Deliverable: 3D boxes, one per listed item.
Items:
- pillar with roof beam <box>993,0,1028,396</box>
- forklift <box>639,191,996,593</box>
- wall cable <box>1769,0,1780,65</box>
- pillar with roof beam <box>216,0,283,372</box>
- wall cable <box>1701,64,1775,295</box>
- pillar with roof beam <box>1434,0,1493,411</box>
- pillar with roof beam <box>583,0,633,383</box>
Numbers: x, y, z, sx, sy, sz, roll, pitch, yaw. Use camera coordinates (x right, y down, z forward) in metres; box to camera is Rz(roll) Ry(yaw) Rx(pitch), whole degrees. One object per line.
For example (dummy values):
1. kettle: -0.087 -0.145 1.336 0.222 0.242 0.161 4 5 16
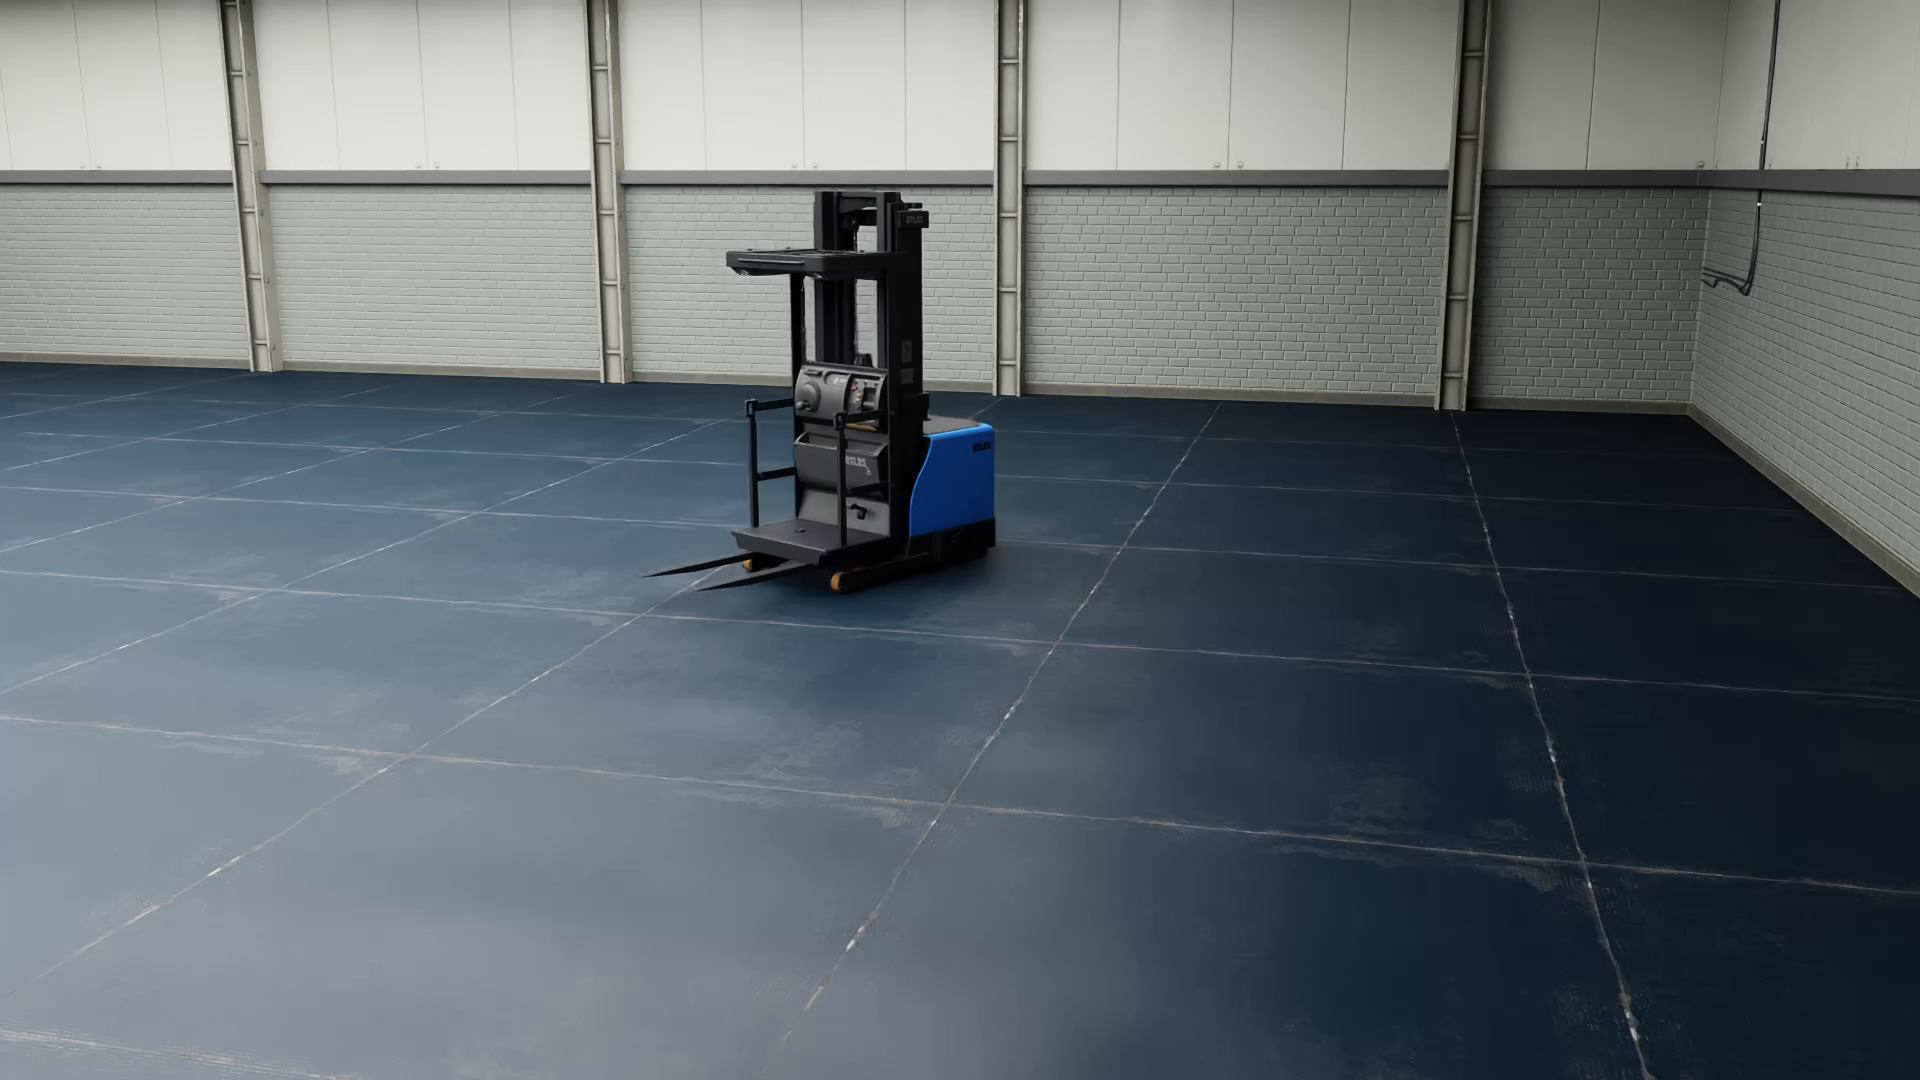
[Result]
1. pillar with roof beam: -0.343 -5.547 18.458 0.400 9.000 9.100 3 13 14
2. forklift: -1.066 -1.154 12.669 1.130 2.935 3.031 11 17 41
3. wall cable: 8.409 -6.090 16.418 0.112 2.526 3.097 3 13 14
4. pillar with roof beam: -11.994 -6.169 21.265 0.400 9.000 9.100 3 13 14
5. wall cable: 9.057 -4.194 19.529 0.112 2.526 3.097 3 13 14
6. pillar with roof beam: 5.482 -5.235 17.055 0.400 9.000 9.100 3 13 14
7. pillar with roof beam: -6.168 -5.858 19.862 0.400 9.000 9.100 3 13 14
